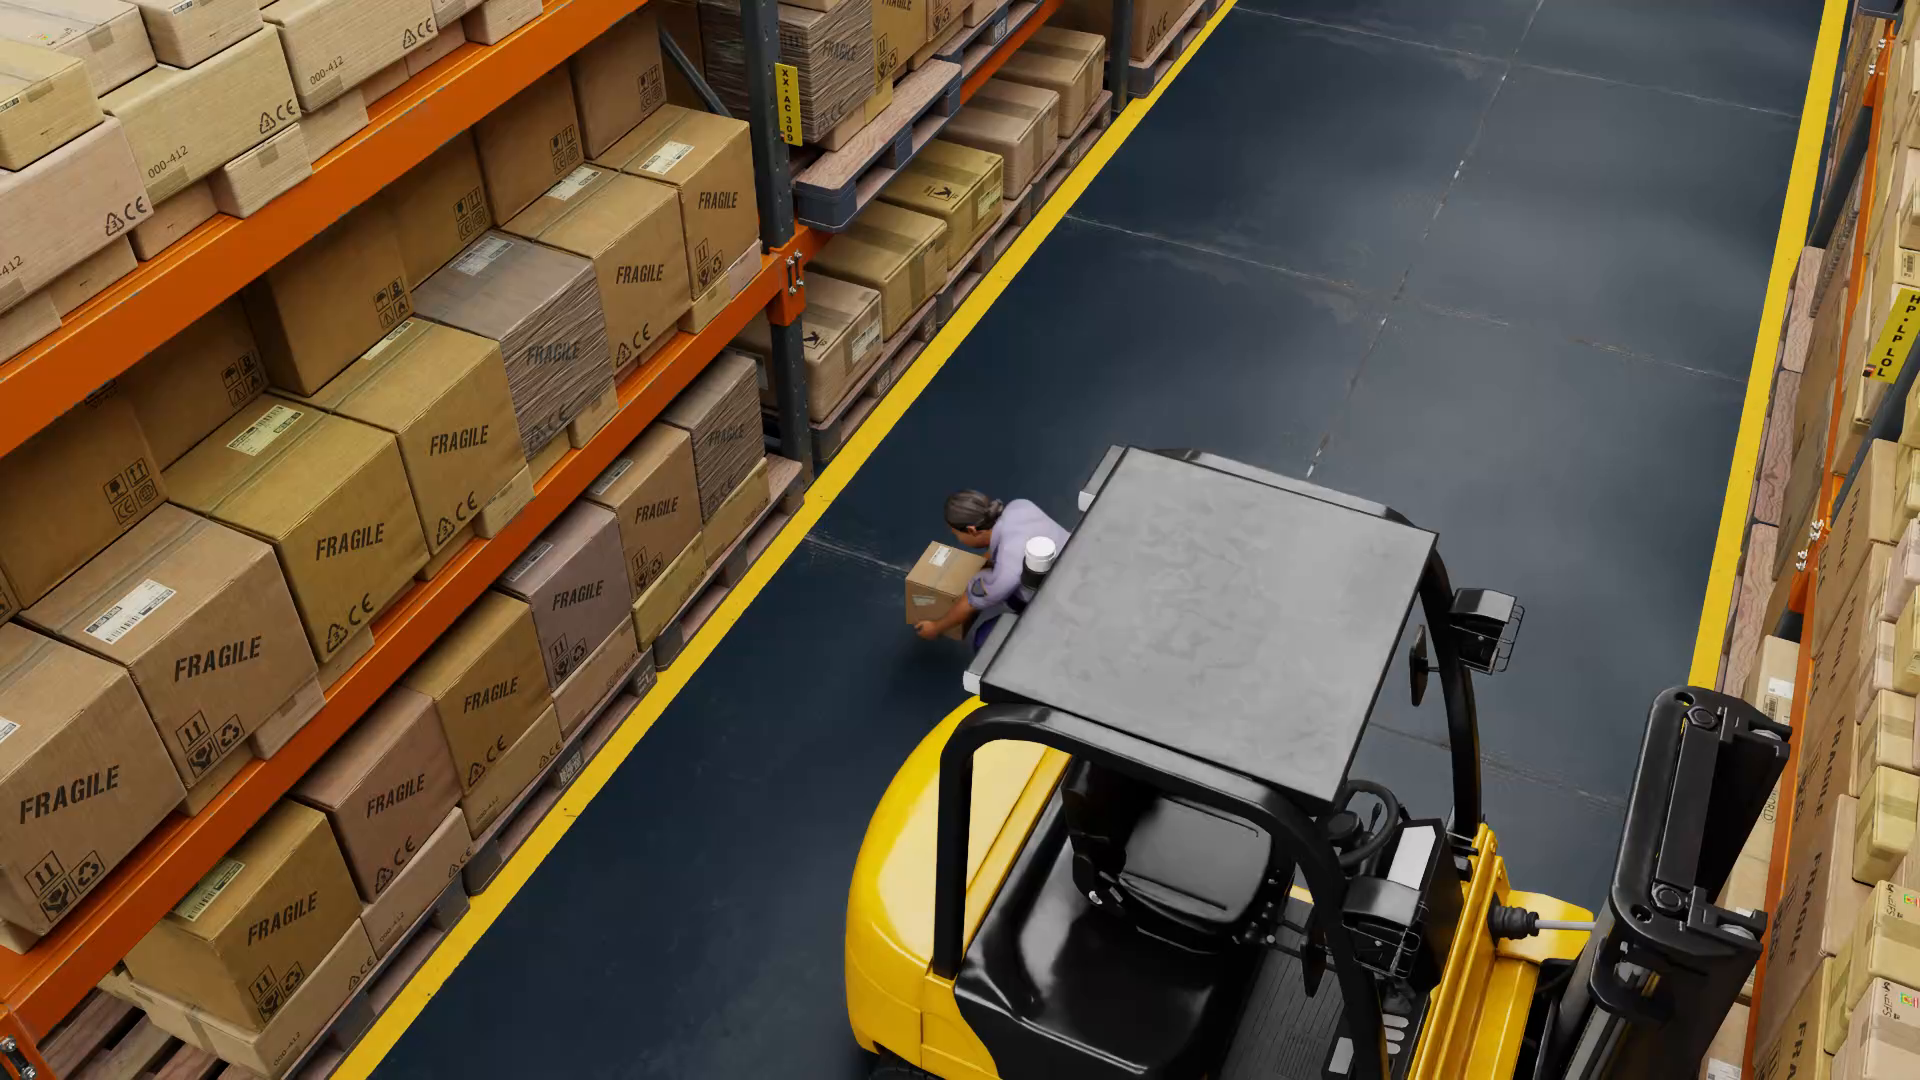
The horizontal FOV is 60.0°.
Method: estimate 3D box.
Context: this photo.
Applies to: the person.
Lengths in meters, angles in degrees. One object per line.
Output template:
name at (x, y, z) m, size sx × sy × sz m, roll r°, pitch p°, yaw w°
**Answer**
person at (0.253, 0.180, 6.527) m, size 0.836 × 0.921 × 0.533 m, roll 11°, pitch 43°, yaw 12°
